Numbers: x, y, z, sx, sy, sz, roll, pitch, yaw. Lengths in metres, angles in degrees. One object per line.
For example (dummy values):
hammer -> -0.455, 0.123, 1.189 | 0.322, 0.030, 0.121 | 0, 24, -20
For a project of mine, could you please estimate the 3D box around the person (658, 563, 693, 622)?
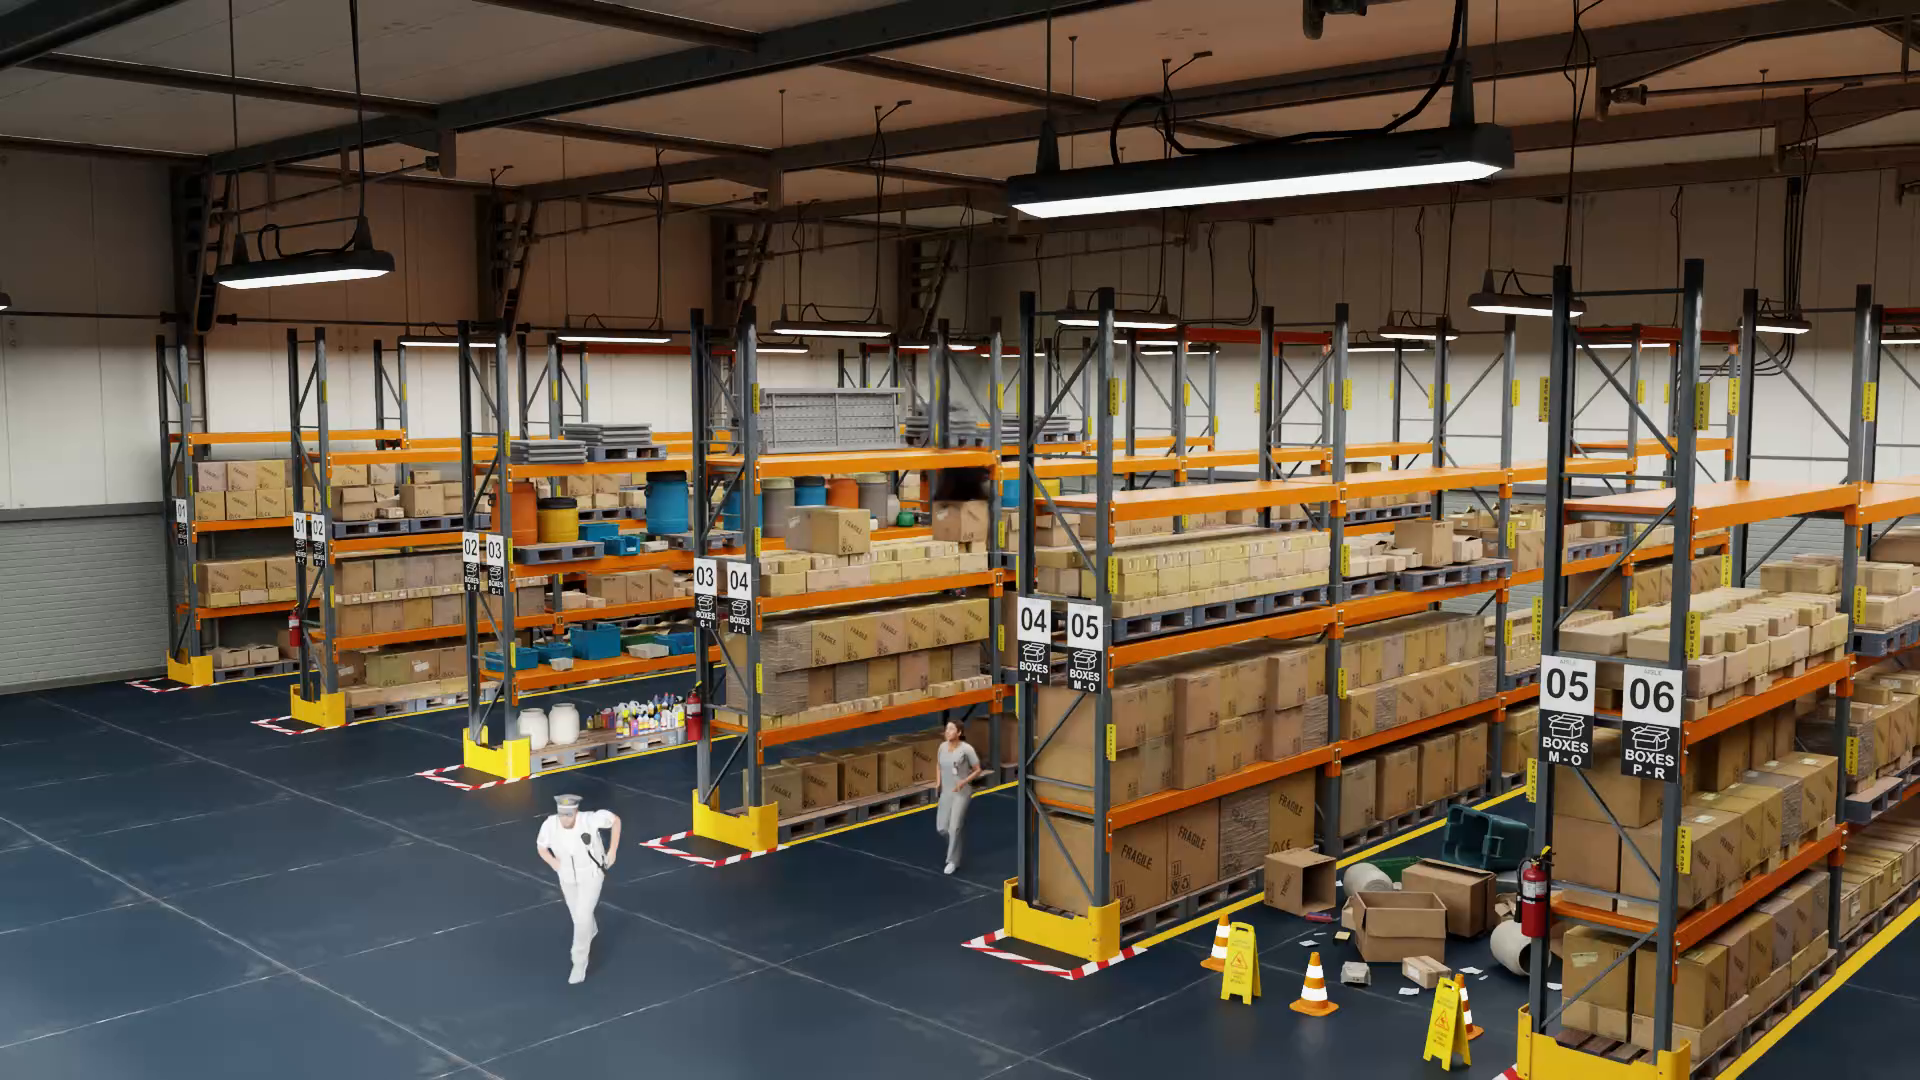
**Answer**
person -> -5.533, 1.268, 32.832 | 0.753, 1.744, 1.054 | 5, 7, 44

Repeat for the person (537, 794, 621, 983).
person -> -3.332, 3.001, 14.692 | 0.707, 1.718, 1.017 | 0, 5, 2

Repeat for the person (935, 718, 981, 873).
person -> -0.031, 2.702, 17.676 | 0.560, 1.639, 0.603 | 3, 6, 27

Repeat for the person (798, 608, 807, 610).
person -> -2.788, 1.643, 28.384 | 0.656, 1.745, 0.625 | 5, 7, 43
